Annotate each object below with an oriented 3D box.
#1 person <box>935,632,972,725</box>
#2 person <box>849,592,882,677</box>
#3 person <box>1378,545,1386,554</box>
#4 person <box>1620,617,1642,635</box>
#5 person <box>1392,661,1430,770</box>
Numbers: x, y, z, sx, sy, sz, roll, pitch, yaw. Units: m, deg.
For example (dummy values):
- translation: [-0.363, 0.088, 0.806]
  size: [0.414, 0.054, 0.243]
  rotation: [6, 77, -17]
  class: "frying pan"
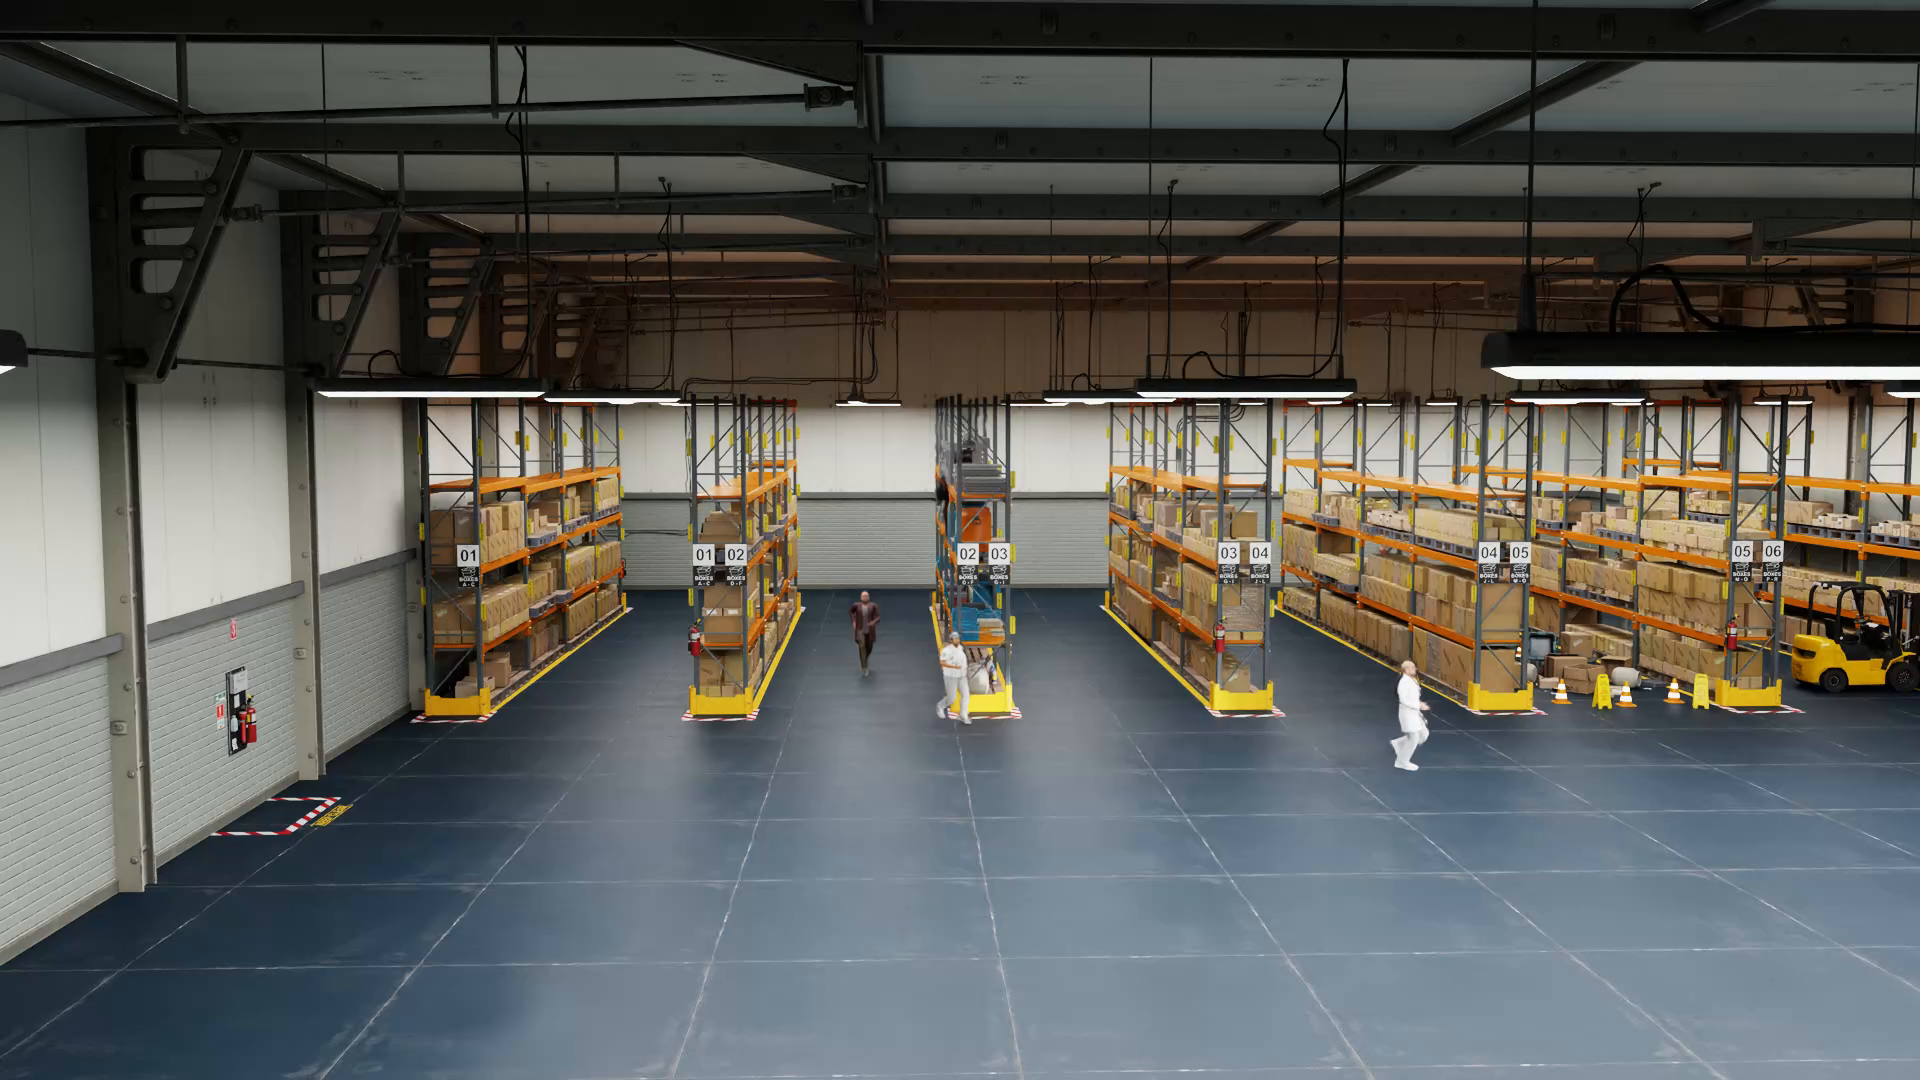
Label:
- translation: [-0.114, 2.511, 30.386]
  size: [0.610, 1.677, 0.781]
  rotation: [-4, 6, -42]
  class: "person"
- translation: [-2.049, 2.012, 36.162]
  size: [0.674, 1.805, 1.202]
  rotation: [-1, 5, -12]
  class: "person"
- translation: [12.556, 0.997, 49.246]
  size: [0.894, 1.750, 0.674]
  rotation: [1, 5, 7]
  class: "person"
- translation: [16.634, 1.670, 41.075]
  size: [0.534, 1.709, 1.009]
  rotation: [0, 4, 1]
  class: "person"
- translation: [7.164, 2.781, 26.415]
  size: [0.631, 1.737, 0.705]
  rotation: [2, 5, 27]
  class: "person"
